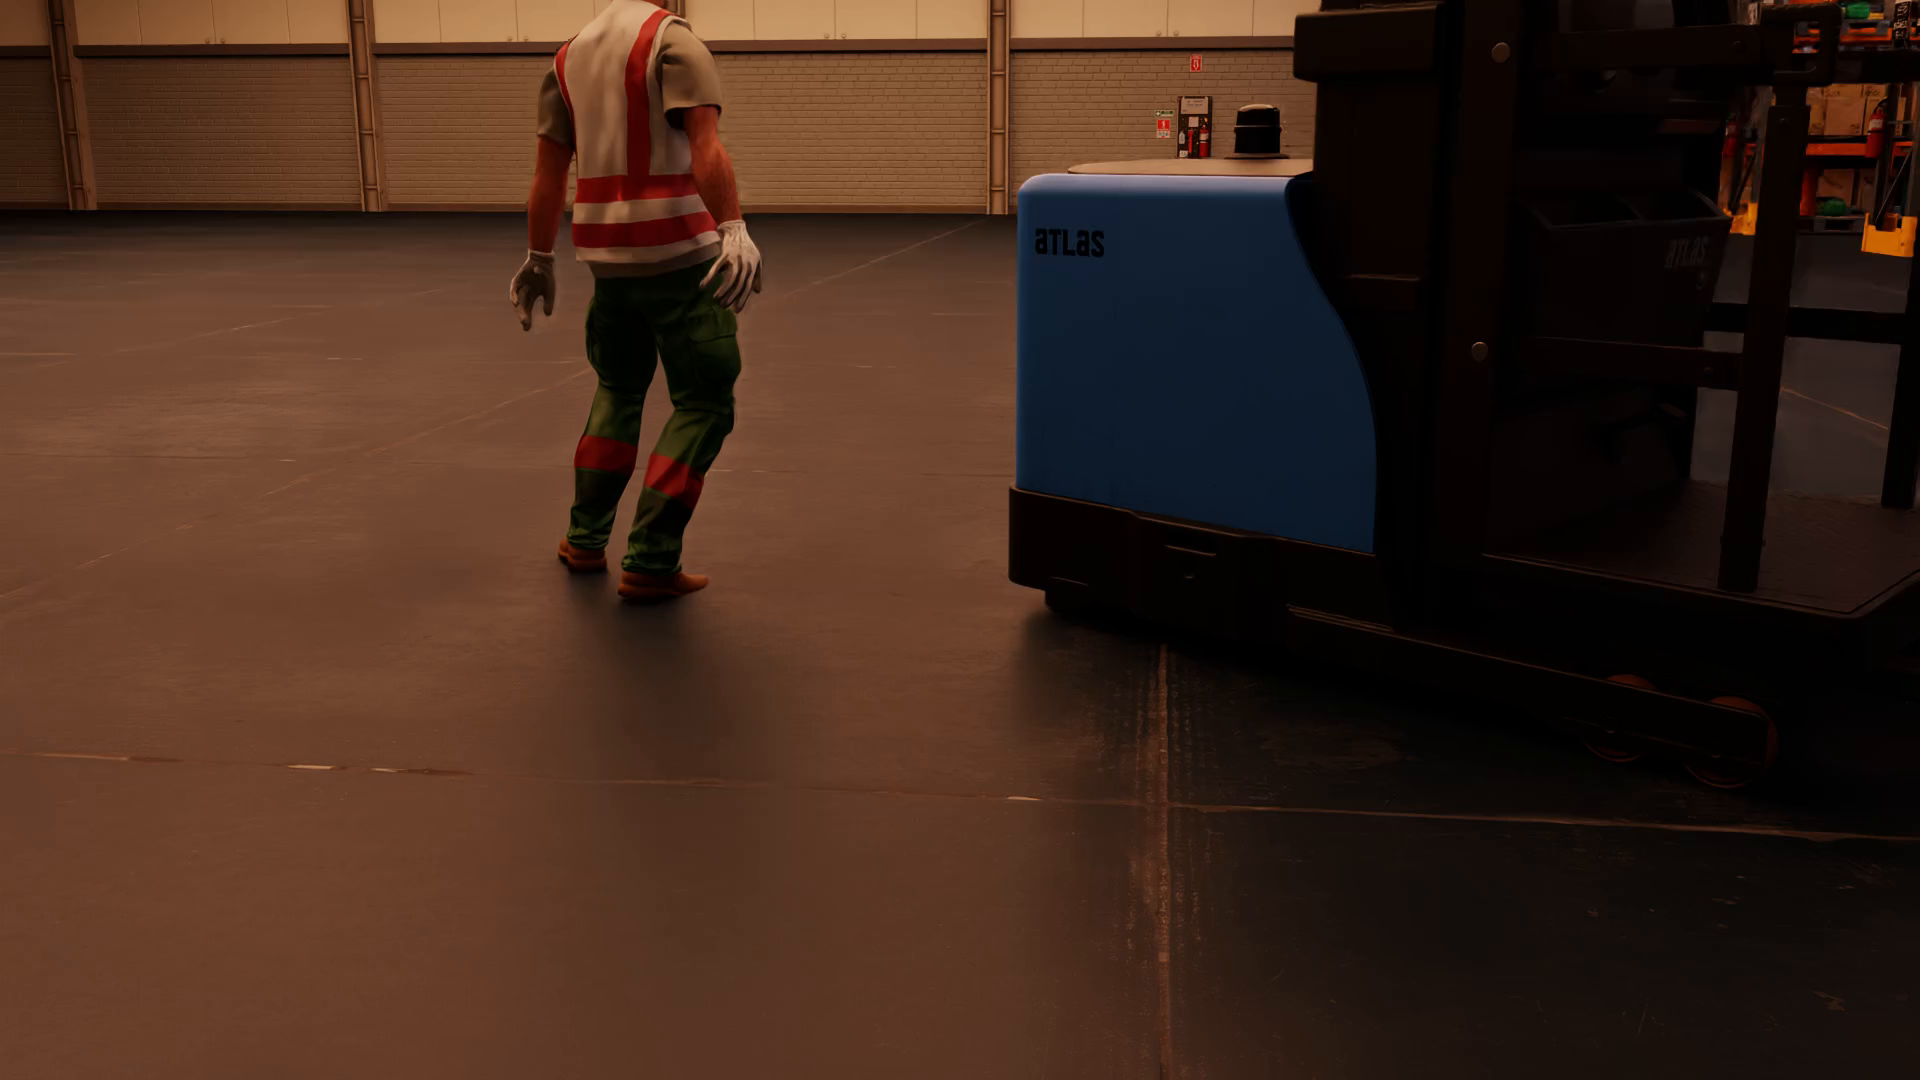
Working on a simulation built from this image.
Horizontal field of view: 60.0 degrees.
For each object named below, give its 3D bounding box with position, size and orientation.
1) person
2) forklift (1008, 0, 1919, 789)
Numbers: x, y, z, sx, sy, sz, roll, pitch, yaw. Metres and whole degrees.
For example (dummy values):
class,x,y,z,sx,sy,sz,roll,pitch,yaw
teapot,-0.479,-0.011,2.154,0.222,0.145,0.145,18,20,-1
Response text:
class,x,y,z,sx,sy,sz,roll,pitch,yaw
person,-0.815,-0.724,4.317,0.890,1.745,0.479,10,17,37
forklift,1.538,-1.109,3.252,3.031,2.935,1.130,12,18,42
